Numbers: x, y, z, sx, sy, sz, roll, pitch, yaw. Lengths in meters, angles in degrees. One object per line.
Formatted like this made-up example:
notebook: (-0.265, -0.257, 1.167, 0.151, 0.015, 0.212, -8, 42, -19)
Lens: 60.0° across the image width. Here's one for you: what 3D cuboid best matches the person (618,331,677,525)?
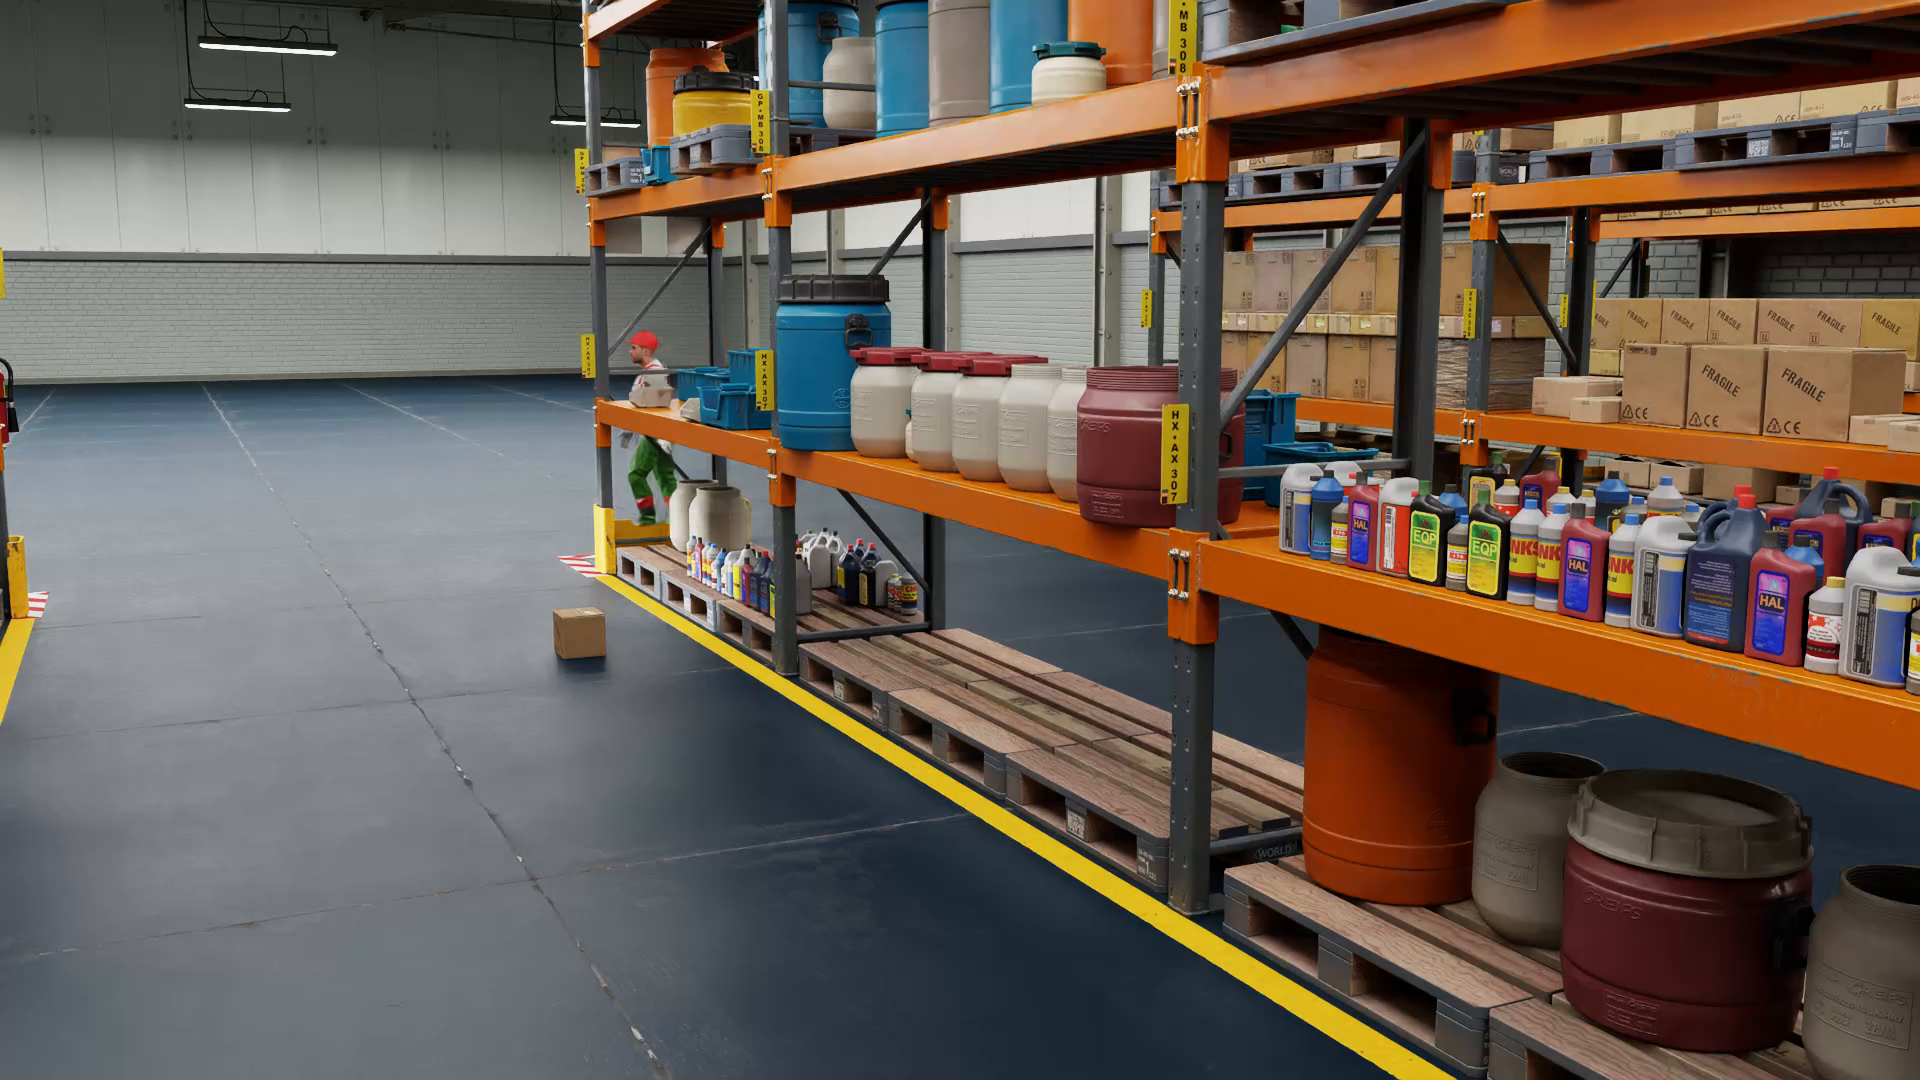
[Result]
person: (-2.614, -0.861, 14.177, 0.556, 1.832, 0.685, -2, 9, -16)
